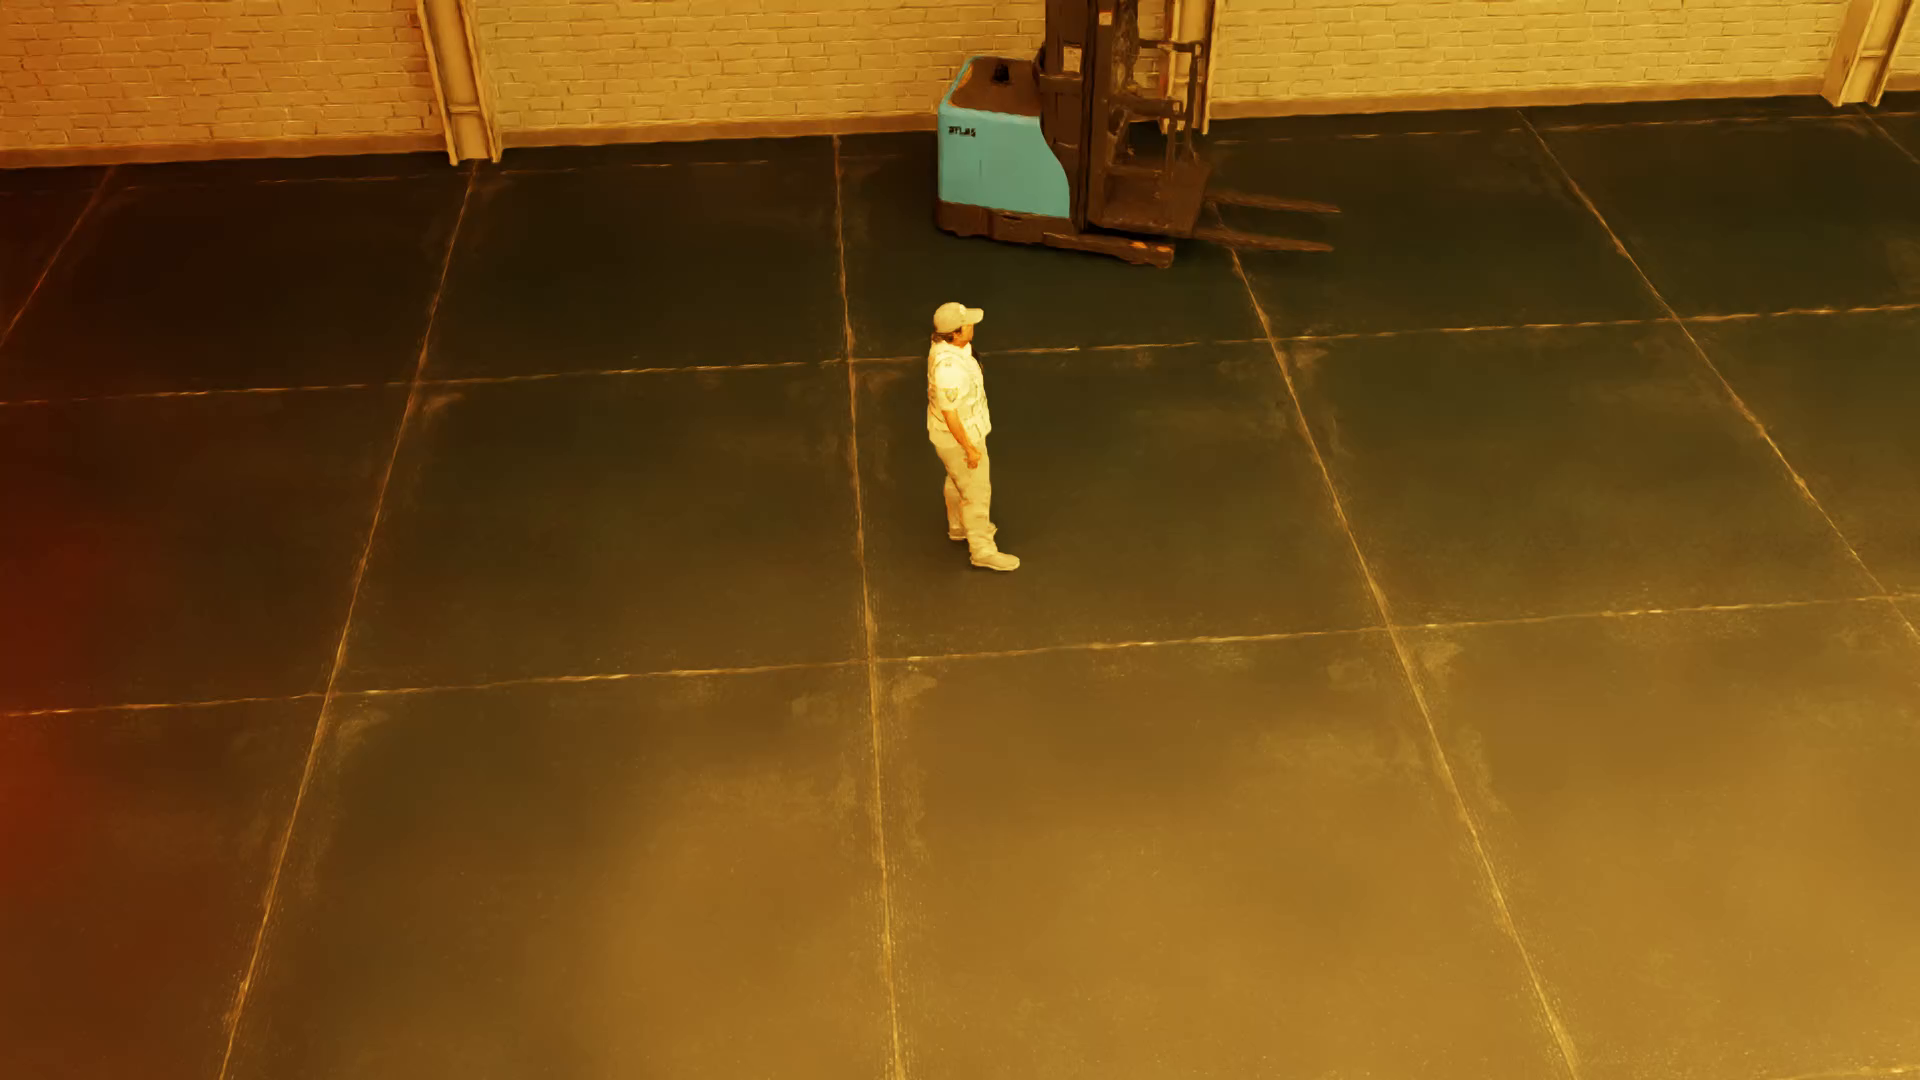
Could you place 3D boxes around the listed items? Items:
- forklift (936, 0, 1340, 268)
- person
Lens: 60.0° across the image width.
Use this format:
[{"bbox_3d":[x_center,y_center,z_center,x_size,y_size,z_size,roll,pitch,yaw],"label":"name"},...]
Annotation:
[{"bbox_3d":[1.392,-3.556,12.095,3.031,2.935,1.130,10,42,11],"label":"forklift"},{"bbox_3d":[0.078,-0.628,9.634,0.529,1.669,0.598,-3,41,-4],"label":"person"}]
